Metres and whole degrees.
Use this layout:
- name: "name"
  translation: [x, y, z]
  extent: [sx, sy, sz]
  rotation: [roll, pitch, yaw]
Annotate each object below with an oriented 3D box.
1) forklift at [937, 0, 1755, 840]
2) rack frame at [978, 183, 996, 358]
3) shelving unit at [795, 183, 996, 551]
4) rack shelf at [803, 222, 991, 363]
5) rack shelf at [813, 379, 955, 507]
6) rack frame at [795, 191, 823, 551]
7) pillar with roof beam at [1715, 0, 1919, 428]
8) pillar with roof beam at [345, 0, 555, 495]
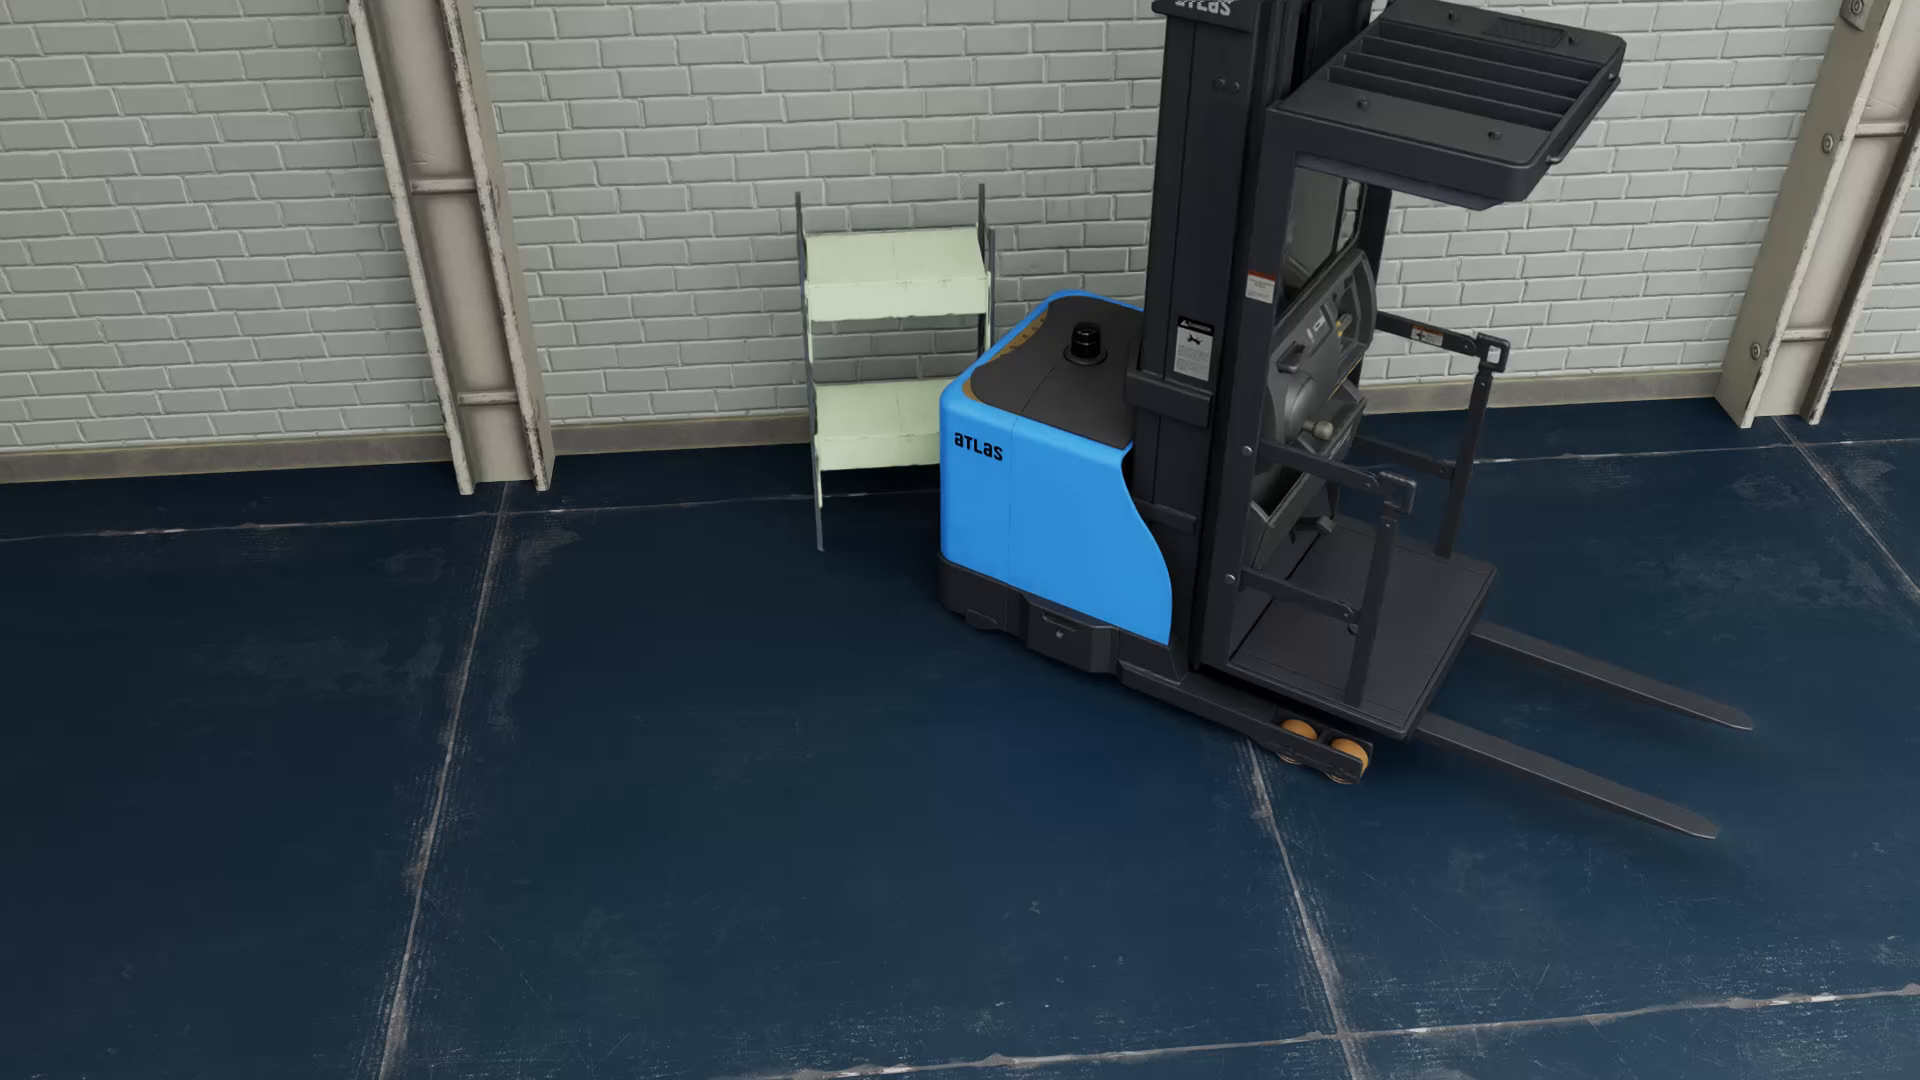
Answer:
- name: "forklift"
  translation: [1.432, -0.632, 5.685]
  extent: [3.031, 2.935, 1.130]
  rotation: [21, 43, 24]
- name: "rack frame"
  translation: [0.106, -0.710, 6.940]
  extent: [0.023, 1.500, 0.400]
  rotation: [-3, 38, -4]
- name: "shelving unit"
  translation: [-0.258, -0.688, 6.911]
  extent: [0.755, 1.500, 0.431]
  rotation: [-3, 38, -4]
- name: "rack shelf"
  translation: [-0.258, -0.995, 6.670]
  extent: [0.720, 0.370, 0.431]
  rotation: [-3, 38, -4]
- name: "rack shelf"
  translation: [-0.258, -0.432, 7.113]
  extent: [0.720, 0.370, 0.431]
  rotation: [-3, 38, -4]
- name: "rack frame"
  translation: [-0.623, -0.666, 6.883]
  extent: [0.023, 1.500, 0.400]
  rotation: [-3, 38, -4]
- name: "pillar with roof beam"
  translation: [4.283, -1.516, 1.907]
  extent: [0.400, 9.000, 9.100]
  rotation: [-3, 38, -4]
- name: "pillar with roof beam"
  translation: [-1.694, -1.187, 1.490]
  extent: [0.400, 9.000, 9.100]
  rotation: [-3, 38, -4]
